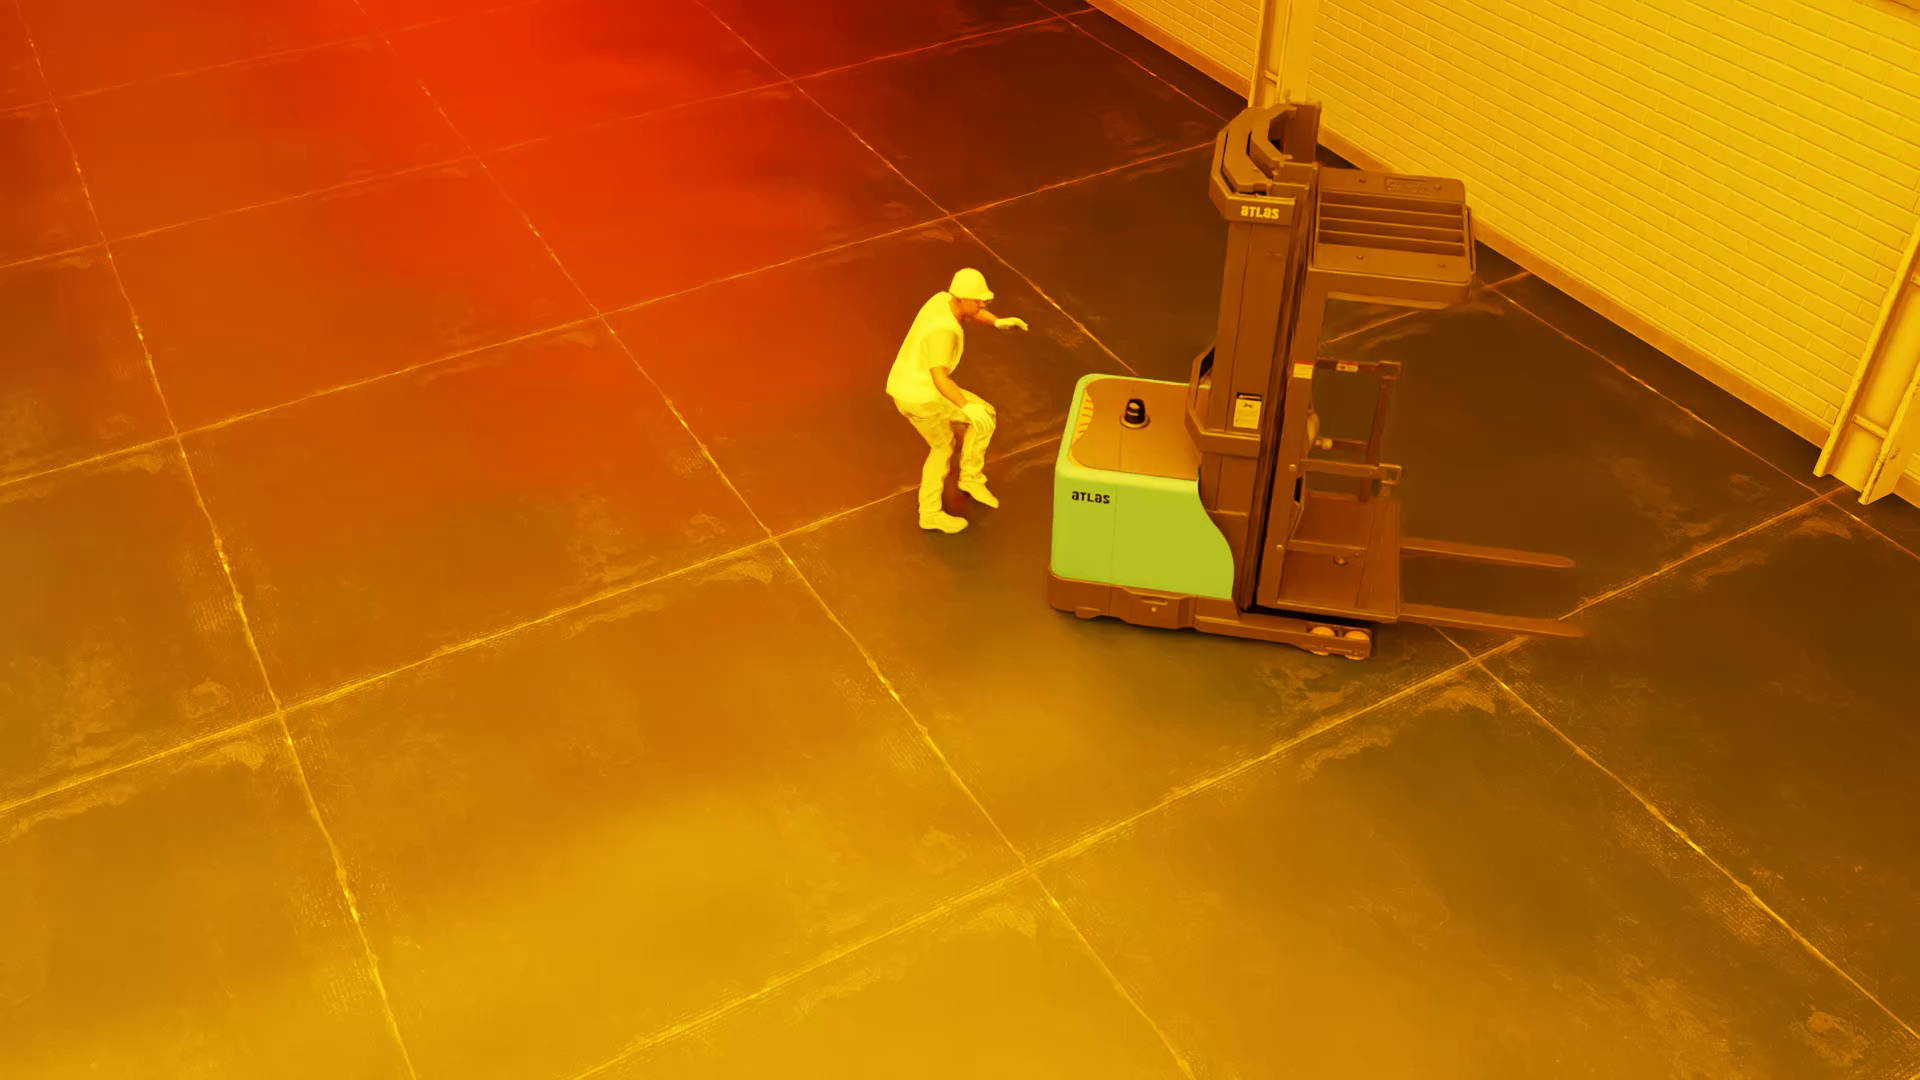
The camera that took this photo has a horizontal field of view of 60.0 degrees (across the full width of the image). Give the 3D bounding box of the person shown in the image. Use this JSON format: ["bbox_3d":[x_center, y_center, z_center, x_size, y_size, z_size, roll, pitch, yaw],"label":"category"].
[{"bbox_3d":[0.034,-0.900,10.229,0.899,1.529,1.023,-11,41,-13],"label":"person"}]

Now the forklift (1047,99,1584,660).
[{"bbox_3d":[2.082,-0.815,9.018,3.031,2.935,1.130,7,40,9],"label":"forklift"}]
